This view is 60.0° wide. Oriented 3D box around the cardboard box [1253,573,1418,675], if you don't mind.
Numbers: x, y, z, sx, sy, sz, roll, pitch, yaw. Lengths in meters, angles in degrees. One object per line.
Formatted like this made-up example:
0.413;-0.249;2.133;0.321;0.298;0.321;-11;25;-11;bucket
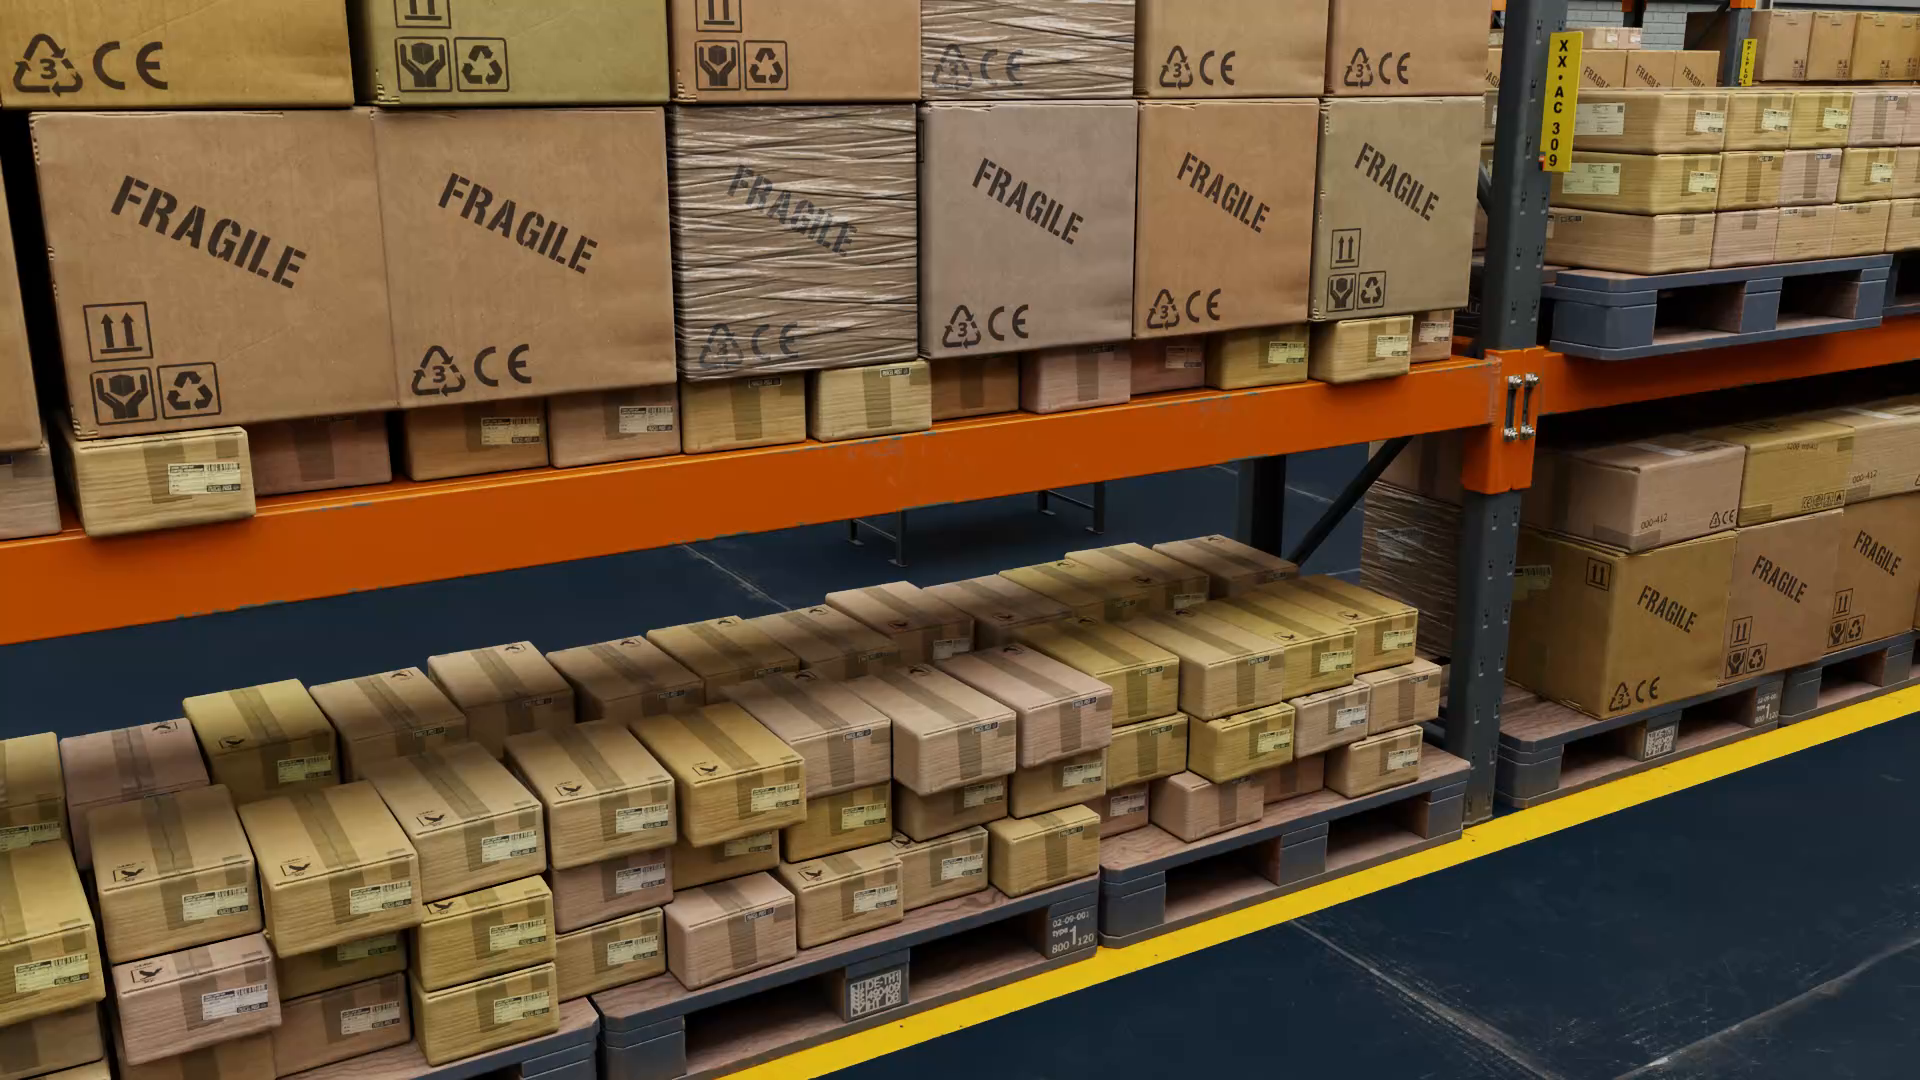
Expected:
0.999;0.223;4.458;0.250;0.149;0.380;-9;18;-28;cardboard box

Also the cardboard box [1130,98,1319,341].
0.455;-0.757;3.818;0.500;0.500;0.500;-10;18;-31;cardboard box

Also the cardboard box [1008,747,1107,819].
0.144;0.508;3.993;0.250;0.149;0.380;-9;18;-28;cardboard box

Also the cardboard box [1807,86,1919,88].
3.203;-1.529;5.893;0.250;0.149;0.380;-8;18;-27;cardboard box

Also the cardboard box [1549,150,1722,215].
1.744;-0.943;4.354;0.250;0.149;0.380;-9;18;-29;cardboard box

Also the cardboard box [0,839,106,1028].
-1.635;0.675;2.845;0.250;0.149;0.380;-10;19;-32;cardboard box

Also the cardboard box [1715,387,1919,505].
2.834;-0.316;5.445;0.500;0.250;0.500;-8;18;-28;cardboard box

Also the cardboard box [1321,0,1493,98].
0.906;-1.315;3.957;0.500;0.500;0.500;-10;18;-32;cardboard box

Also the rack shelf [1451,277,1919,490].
2.884;-0.702;5.690;4.000;0.370;1.077;-9;18;-30;rack shelf

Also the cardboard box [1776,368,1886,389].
3.017;-0.510;6.136;0.500;0.250;0.500;-9;18;-29;cardboard box

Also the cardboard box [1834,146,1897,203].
2.409;-1.052;4.742;0.250;0.149;0.380;-10;19;-32;cardboard box

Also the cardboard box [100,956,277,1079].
-1.463;0.902;3.139;0.250;0.149;0.380;-9;18;-30;cardboard box

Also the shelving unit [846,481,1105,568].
0.073;-0.734;7.250;1.048;1.500;0.538;-9;18;-30;shelving unit

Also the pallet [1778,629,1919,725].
2.883;0.293;5.974;1.213;0.211;1.003;-9;18;-30;pallet

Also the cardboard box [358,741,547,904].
-1.009;0.550;3.292;0.250;0.149;0.380;-10;19;-32;cardboard box

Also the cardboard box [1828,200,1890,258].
2.411;-0.909;4.781;0.250;0.149;0.380;-9;18;-29;cardboard box

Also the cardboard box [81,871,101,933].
-1.702;0.649;3.488;0.250;0.149;0.380;-10;18;-31;cardboard box

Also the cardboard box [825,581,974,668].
-0.162;0.243;4.389;0.250;0.149;0.380;-9;18;-29;cardboard box

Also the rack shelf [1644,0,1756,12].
7.106;-4.390;13.288;4.000;0.370;1.077;-9;18;-30;rack shelf

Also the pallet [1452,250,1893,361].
1.900;-0.751;4.886;1.213;0.211;1.003;-9;18;-30;pallet

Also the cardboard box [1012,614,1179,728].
0.328;0.322;4.105;0.250;0.149;0.380;-9;18;-28;cardboard box

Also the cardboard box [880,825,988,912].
-0.136;0.698;3.867;0.250;0.149;0.380;-9;18;-29;cardboard box

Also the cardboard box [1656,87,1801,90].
2.531;-1.420;5.504;0.250;0.149;0.380;-10;19;-32;cardboard box

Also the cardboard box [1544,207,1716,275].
1.744;-0.800;4.394;0.250;0.149;0.380;-10;19;-32;cardboard box

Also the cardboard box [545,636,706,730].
-0.795;0.368;3.942;0.250;0.149;0.380;-10;18;-32;cardboard box

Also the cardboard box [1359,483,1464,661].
1.675;0.070;5.457;0.500;0.500;0.500;-10;18;-31;cardboard box

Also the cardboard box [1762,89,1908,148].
2.417;-1.196;4.704;0.250;0.149;0.380;-9;18;-30;cardboard box

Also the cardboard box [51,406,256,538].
-1.357;-0.133;2.791;0.250;0.149;0.380;-10;18;-31;cardboard box

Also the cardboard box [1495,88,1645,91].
1.866;-1.312;5.119;0.250;0.149;0.380;-10;18;-31;cardboard box

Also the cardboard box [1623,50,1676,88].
4.689;-3.221;11.828;0.500;0.500;0.500;-9;18;-29;cardboard box

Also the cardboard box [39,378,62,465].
-1.685;-0.269;3.276;0.250;0.149;0.380;-9;18;-30;cardboard box

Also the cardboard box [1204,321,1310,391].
0.621;-0.471;4.000;0.250;0.149;0.380;-8;18;-28;cardboard box

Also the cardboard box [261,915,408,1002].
-1.250;0.720;3.237;0.250;0.149;0.380;-9;18;-29;cardboard box

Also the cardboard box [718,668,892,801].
-0.351;0.431;3.718;0.250;0.149;0.380;-9;18;-30;cardboard box

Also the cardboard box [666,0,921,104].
-0.416;-1.099;3.183;0.500;0.500;0.500;-10;18;-31;cardboard box

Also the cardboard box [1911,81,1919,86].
7.635;-3.485;13.548;0.500;0.500;0.500;-9;18;-30;cardboard box

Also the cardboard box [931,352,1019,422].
-0.076;-0.374;3.650;0.250;0.149;0.380;-10;18;-31;cardboard box

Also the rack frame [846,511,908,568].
-0.363;-0.663;6.998;0.032;1.500;0.500;-9;18;-30;rack frame

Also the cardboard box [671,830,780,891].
-0.584;0.603;3.654;0.250;0.149;0.380;-8;18;-27;cardboard box

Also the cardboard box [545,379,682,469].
-0.735;-0.260;3.246;0.250;0.149;0.380;-10;18;-31;cardboard box

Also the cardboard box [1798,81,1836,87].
6.330;-3.277;12.807;0.500;0.500;0.500;-9;18;-30;cardboard box

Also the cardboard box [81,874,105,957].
-1.747;0.775;3.590;0.250;0.149;0.380;-9;18;-28;cardboard box

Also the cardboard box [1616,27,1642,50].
4.528;-3.505;11.638;0.250;0.149;0.380;-10;18;-31;cardboard box

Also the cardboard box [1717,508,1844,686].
2.392;0.116;5.293;0.500;0.500;0.500;-8;18;-27;cardboard box

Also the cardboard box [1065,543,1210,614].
0.501;0.138;4.762;0.250;0.149;0.380;-8;18;-27;cardboard box

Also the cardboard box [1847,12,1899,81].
6.774;-3.827;12.917;0.500;0.500;0.700;-10;18;-31;cardboard box

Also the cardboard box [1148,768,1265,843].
0.550;0.602;4.210;0.250;0.149;0.380;-10;18;-32;cardboard box

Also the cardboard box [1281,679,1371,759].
0.838;0.415;4.326;0.250;0.149;0.380;-10;19;-32;cardboard box

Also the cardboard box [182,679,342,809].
-1.534;0.450;3.648;0.250;0.149;0.380;-10;18;-31;cardboard box

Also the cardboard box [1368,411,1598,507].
1.678;-0.292;5.359;0.500;0.250;0.500;-10;18;-31;cardboard box

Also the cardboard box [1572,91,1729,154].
1.744;-1.087;4.314;0.250;0.149;0.380;-8;18;-27;cardboard box

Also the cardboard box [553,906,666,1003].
-0.808;0.798;3.509;0.250;0.149;0.380;-9;18;-30;cardboard box

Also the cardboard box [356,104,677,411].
-0.860;-0.550;3.078;0.500;0.500;0.500;-9;18;-29;cardboard box

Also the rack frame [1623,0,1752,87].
5.391;-3.014;12.604;0.127;3.000;1.000;-9;18;-30;rack frame

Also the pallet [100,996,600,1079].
-1.479;1.013;3.406;1.213;0.211;1.003;-9;18;-30;pallet
